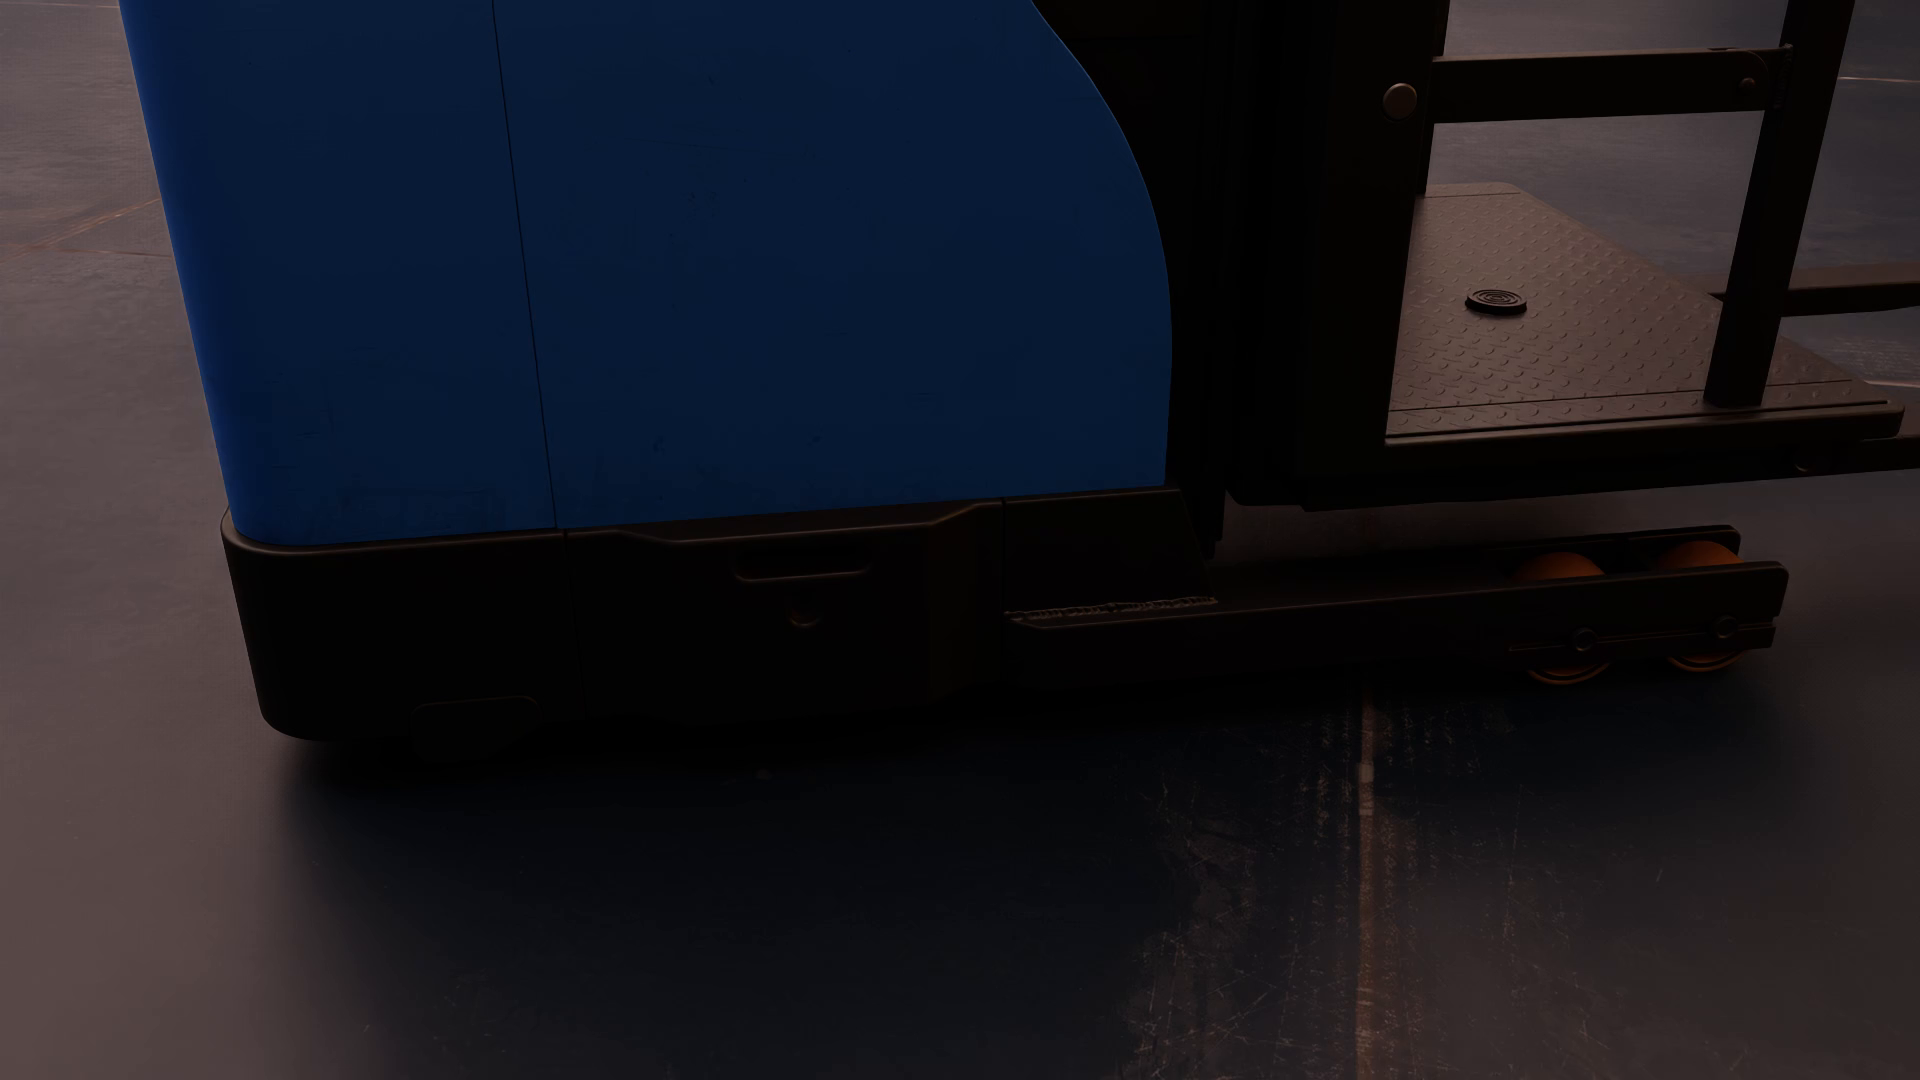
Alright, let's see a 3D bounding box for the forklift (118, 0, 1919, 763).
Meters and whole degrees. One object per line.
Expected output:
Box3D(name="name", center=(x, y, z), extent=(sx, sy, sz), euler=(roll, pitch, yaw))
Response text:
Box3D(name="forklift", center=(0.600, -1.354, 1.930), extent=(3.031, 2.935, 1.130), euler=(-4, 27, -9))
